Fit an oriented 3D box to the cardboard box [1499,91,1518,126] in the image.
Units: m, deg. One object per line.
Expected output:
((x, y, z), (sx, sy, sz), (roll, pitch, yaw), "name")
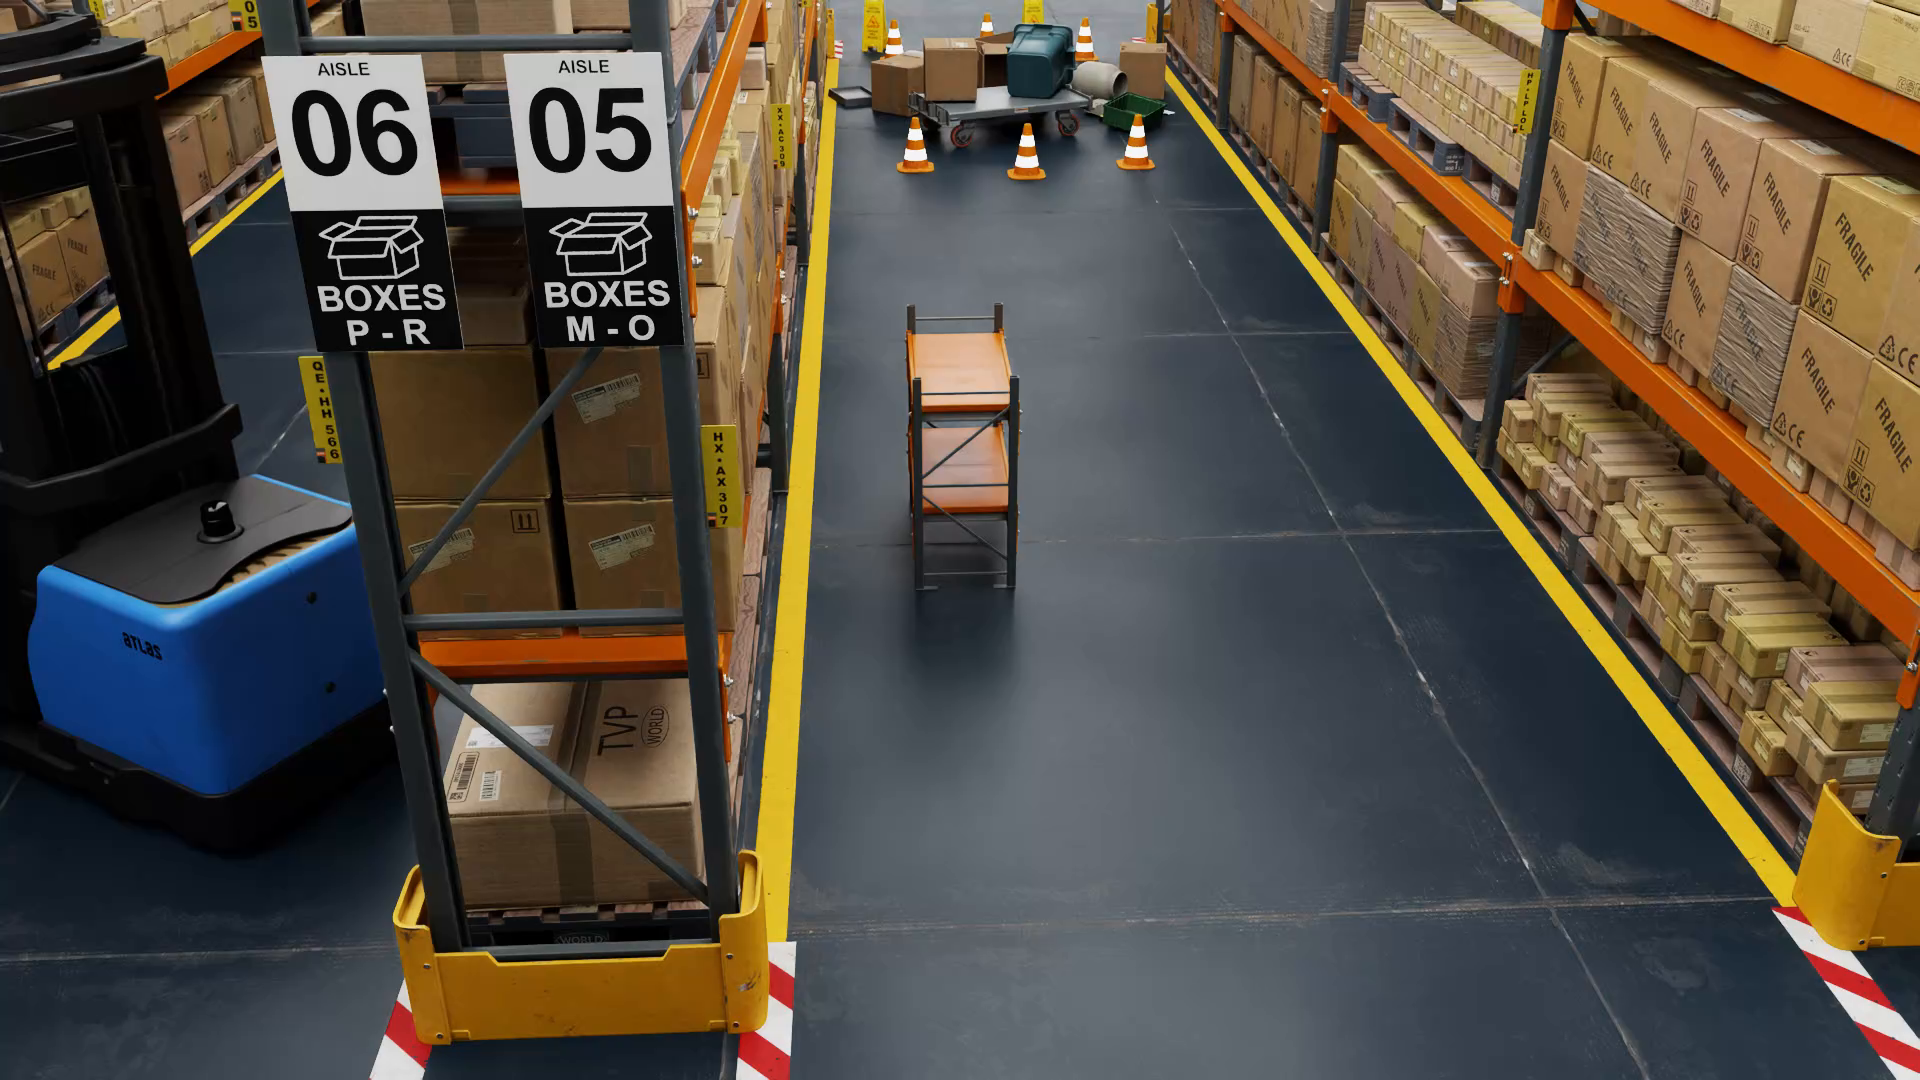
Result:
((3.252, -2.410, 9.302), (0.380, 0.149, 0.250), (-2, 28, -4), "cardboard box")

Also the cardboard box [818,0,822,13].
((-1.610, -5.458, 16.977), (0.380, 0.149, 0.250), (0, 28, -1), "cardboard box")

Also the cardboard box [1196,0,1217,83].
((3.051, -5.414, 17.730), (0.875, 0.875, 0.875), (-1, 28, -2), "cardboard box")

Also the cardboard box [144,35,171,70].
((-6.422, -3.703, 12.768), (0.500, 0.250, 0.500), (-2, 28, -4), "cardboard box")

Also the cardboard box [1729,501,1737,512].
((3.816, -0.075, 7.958), (0.380, 0.149, 0.250), (-3, 28, -5), "cardboard box")

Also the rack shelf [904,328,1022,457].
((0.000, -0.755, 8.349), (0.538, 0.278, 1.000), (-1, 28, -3), "rack shelf")

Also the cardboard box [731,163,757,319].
((-1.083, -1.176, 6.572), (0.500, 0.500, 0.500), (-1, 28, -2), "cardboard box")

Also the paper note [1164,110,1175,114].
((2.125, -4.434, 17.217), (0.147, 0.020, 0.142), (-23, 35, -37), "paper note")

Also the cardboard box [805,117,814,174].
((-1.765, -3.421, 14.453), (0.950, 0.372, 0.625), (0, 28, -1), "cardboard box")

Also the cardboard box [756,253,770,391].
((-1.103, -0.968, 7.254), (0.500, 0.500, 0.500), (-2, 28, -3), "cardboard box")

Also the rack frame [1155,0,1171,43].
((2.856, -7.309, 19.519), (1.000, 3.000, 0.127), (-1, 28, -3), "rack frame")

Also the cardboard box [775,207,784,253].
((-1.215, -1.744, 9.012), (0.500, 0.250, 0.500), (-2, 28, -4), "cardboard box")

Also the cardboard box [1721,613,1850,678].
((3.314, 0.422, 6.682), (0.380, 0.149, 0.250), (-2, 28, -4), "cardboard box")

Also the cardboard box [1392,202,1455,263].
((3.136, -1.997, 10.772), (0.500, 0.250, 0.500), (-3, 28, -5), "cardboard box")

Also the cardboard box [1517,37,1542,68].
((3.822, -3.140, 10.701), (0.380, 0.149, 0.250), (0, 28, 0), "cardboard box")

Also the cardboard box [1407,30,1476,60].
((3.158, -3.250, 10.912), (0.380, 0.149, 0.250), (0, 28, 0), "cardboard box")

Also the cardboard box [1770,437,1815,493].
((3.352, -0.300, 6.354), (0.380, 0.149, 0.250), (-1, 28, -1), "cardboard box")

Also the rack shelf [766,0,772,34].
((-1.560, -3.535, 9.819), (1.077, 0.370, 4.000), (-1, 28, -3), "rack shelf")

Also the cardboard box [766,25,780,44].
((-1.246, -2.533, 9.173), (0.500, 0.500, 0.500), (-2, 28, -3), "cardboard box")

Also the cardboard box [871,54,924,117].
((-0.571, -4.716, 17.248), (0.500, 0.500, 0.500), (19, 33, 32), "cardboard box")

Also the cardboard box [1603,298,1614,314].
((3.333, -1.152, 7.986), (0.380, 0.149, 0.250), (-3, 28, -5), "cardboard box")

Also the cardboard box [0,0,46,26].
((-6.840, -3.804, 11.989), (0.380, 0.149, 0.250), (-1, 28, -1), "cardboard box")

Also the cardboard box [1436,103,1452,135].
((3.193, -2.622, 10.351), (0.380, 0.149, 0.250), (0, 28, 0), "cardboard box")

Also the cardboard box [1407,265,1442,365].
((3.166, -1.417, 10.473), (0.500, 0.500, 0.500), (-2, 28, -4), "cardboard box")

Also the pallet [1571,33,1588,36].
((7.825, -5.734, 19.516), (1.003, 0.211, 1.213), (-1, 28, -3), "pallet")

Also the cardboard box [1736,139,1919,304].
((3.356, -1.218, 6.331), (0.500, 0.500, 0.500), (0, 28, 0), "cardboard box")

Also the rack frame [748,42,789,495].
((-1.456, -1.601, 8.575), (1.000, 3.000, 0.127), (-1, 28, -3), "rack frame")

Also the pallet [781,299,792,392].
((-1.638, -1.284, 10.983), (1.003, 0.211, 1.213), (-1, 28, -3), "pallet")

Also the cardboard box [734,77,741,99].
((-1.216, -2.117, 7.674), (0.380, 0.149, 0.250), (-1, 28, -1), "cardboard box")

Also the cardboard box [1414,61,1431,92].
((3.167, -2.998, 10.750), (0.380, 0.149, 0.250), (-2, 28, -3), "cardboard box")

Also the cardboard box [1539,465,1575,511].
((3.259, -0.277, 8.665), (0.380, 0.149, 0.250), (-2, 28, -3), "cardboard box")

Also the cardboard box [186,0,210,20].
((-6.487, -4.401, 13.566), (0.500, 0.250, 0.500), (-1, 28, -2), "cardboard box")

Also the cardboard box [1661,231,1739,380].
((3.337, -1.000, 6.993), (0.500, 0.500, 0.500), (0, 28, 0), "cardboard box")

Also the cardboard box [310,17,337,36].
((-6.559, -5.051, 16.629), (0.500, 0.250, 0.500), (-1, 28, -3), "cardboard box")

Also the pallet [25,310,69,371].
((-6.559, -1.182, 10.788), (1.003, 0.211, 1.213), (-1, 28, -3), "pallet")

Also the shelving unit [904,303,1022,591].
((0.000, -0.496, 8.484), (0.538, 1.125, 1.048), (-1, 28, -3), "shelving unit")

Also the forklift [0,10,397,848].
((-3.811, -0.604, 6.739), (3.031, 2.935, 1.130), (15, 31, 27), "forklift")

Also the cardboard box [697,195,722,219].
((-1.005, -1.062, 5.653), (0.380, 0.149, 0.250), (-2, 28, -4), "cardboard box")

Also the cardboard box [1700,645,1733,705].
((3.387, 0.566, 7.050), (0.380, 0.149, 0.250), (-1, 28, -2), "cardboard box")

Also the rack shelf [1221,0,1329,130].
((3.169, -4.219, 14.373), (1.077, 0.370, 4.000), (-1, 28, -3), "rack shelf")

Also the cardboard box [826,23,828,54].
((-1.770, -5.732, 19.015), (0.500, 0.250, 0.500), (-2, 28, -3), "cardboard box")

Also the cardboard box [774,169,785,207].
((-1.197, -1.966, 8.897), (0.500, 0.250, 0.500), (-2, 28, -4), "cardboard box")

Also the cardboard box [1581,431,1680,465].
((3.347, -0.425, 8.306), (0.380, 0.149, 0.250), (-2, 28, -4), "cardboard box")

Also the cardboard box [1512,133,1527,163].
((3.264, -2.153, 9.129), (0.380, 0.149, 0.250), (-1, 28, -1), "cardboard box")

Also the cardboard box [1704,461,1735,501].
((3.876, -0.318, 8.102), (0.380, 0.149, 0.250), (-3, 28, -5), "cardboard box")

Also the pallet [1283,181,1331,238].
((3.307, -2.744, 13.782), (1.003, 0.211, 1.213), (-1, 28, -3), "pallet")

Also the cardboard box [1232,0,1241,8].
((2.823, -5.256, 15.476), (0.500, 0.500, 0.500), (-1, 28, -2), "cardboard box")

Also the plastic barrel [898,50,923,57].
((-0.463, -5.083, 18.038), (0.512, 0.421, 0.421), (19, 33, 32), "plastic barrel")

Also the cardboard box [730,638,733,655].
((-1.437, 0.472, 6.919), (0.875, 0.438, 0.875), (-1, 28, -1), "cardboard box")

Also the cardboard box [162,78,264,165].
((-6.759, -3.708, 14.729), (0.875, 0.625, 0.625), (-2, 28, -3), "cardboard box")

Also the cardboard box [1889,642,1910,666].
((3.869, 0.520, 6.495), (0.380, 0.149, 0.250), (-1, 28, -2), "cardboard box")

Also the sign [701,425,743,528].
((-0.692, -0.183, 4.835), (0.100, 0.325, 0.005), (-1, 28, -3), "sign")

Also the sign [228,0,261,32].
((-1.790, -1.434, 4.141), (0.100, 0.325, 0.005), (-1, 28, -3), "sign")

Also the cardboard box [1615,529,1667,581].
((3.273, 0.065, 7.688), (0.380, 0.149, 0.250), (-1, 28, -2), "cardboard box")

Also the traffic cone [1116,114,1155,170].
((1.627, -3.681, 15.307), (0.336, 0.463, 0.334), (-1, 28, -3), "traffic cone")

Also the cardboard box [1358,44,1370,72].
((3.095, -3.477, 11.991), (0.380, 0.149, 0.250), (-2, 28, -3), "cardboard box")

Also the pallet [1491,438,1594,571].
((3.553, -0.221, 8.946), (1.003, 0.211, 1.213), (-1, 28, -3), "pallet")

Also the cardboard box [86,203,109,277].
((-6.385, -2.214, 12.000), (0.500, 0.500, 0.500), (-1, 28, -1), "cardboard box")

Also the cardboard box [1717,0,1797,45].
((3.309, -2.097, 6.445), (0.500, 0.250, 0.500), (0, 28, 0), "cardboard box")

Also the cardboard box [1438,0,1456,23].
((3.520, -3.872, 12.823), (0.500, 0.500, 0.500), (-1, 28, -2), "cardboard box")
